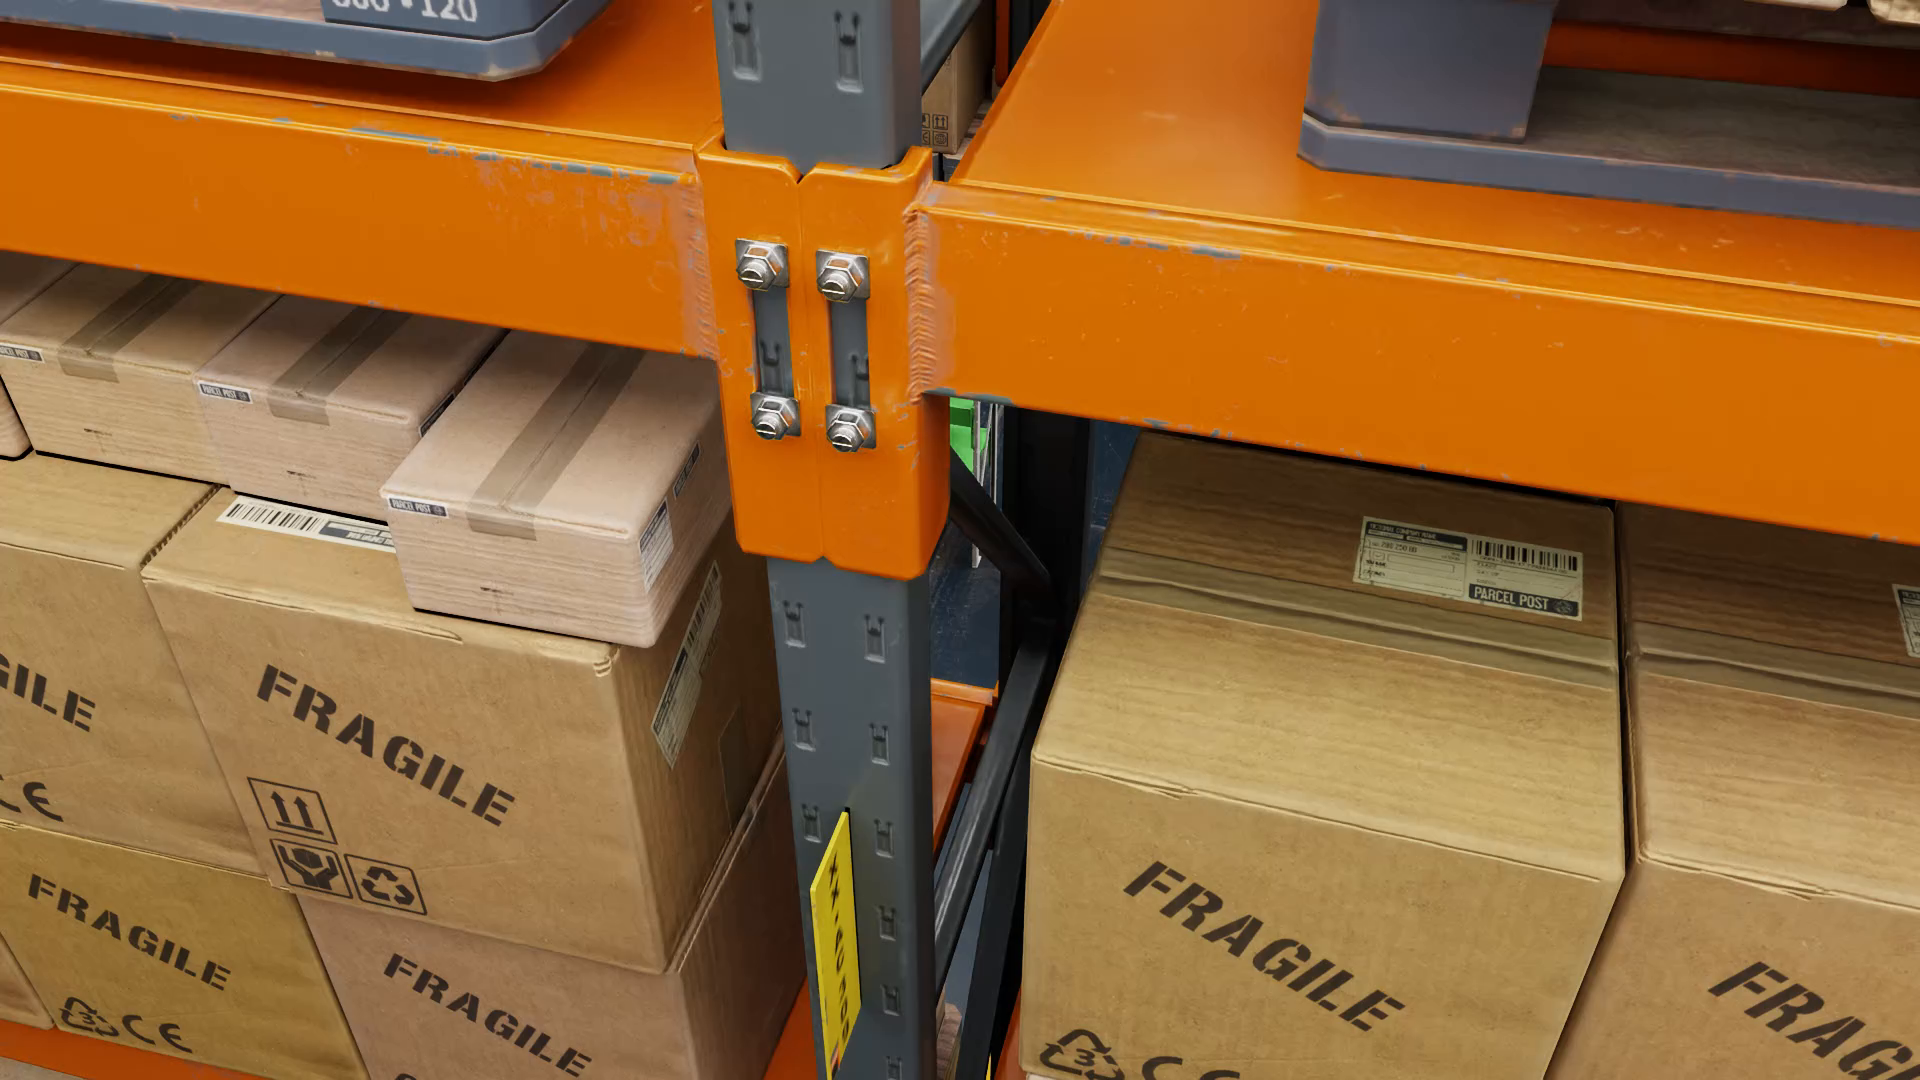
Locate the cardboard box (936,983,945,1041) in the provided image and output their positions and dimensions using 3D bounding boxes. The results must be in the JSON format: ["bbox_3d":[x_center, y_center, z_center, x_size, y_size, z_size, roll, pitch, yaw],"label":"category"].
[{"bbox_3d":[-0.561,1.084,3.292,0.875,0.438,0.875,9,41,11],"label":"cardboard box"}]

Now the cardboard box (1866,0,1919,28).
[{"bbox_3d":[0.794,-0.586,0.879,0.500,0.500,0.500,9,41,11],"label":"cardboard box"}]

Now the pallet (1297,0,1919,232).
[{"bbox_3d":[0.916,-0.519,1.351,1.217,0.209,0.805,8,41,10],"label":"pallet"}]

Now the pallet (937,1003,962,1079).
[{"bbox_3d":[-0.696,1.328,3.505,1.213,0.211,1.003,10,41,11],"label":"pallet"}]

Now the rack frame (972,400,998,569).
[{"bbox_3d":[0.076,-0.446,4.849,0.015,1.200,0.240,10,41,11],"label":"rack frame"}]

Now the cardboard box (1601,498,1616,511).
[{"bbox_3d":[1.016,0.014,2.046,0.500,0.500,0.500,11,41,12],"label":"cardboard box"}]

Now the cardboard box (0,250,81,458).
[{"bbox_3d":[-1.076,-0.278,1.889,0.250,0.149,0.380,9,41,11],"label":"cardboard box"}]

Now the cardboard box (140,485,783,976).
[{"bbox_3d":[-0.509,0.107,1.935,0.500,0.500,0.500,9,41,11],"label":"cardboard box"}]

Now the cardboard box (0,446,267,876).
[{"bbox_3d":[-0.997,0.018,2.041,0.500,0.500,0.500,9,41,11],"label":"cardboard box"}]

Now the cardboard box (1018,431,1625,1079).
[{"bbox_3d":[0.369,0.266,1.746,0.500,0.500,0.500,10,41,12],"label":"cardboard box"}]

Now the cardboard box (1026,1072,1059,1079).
[{"bbox_3d":[0.370,0.549,1.991,0.500,0.250,0.500,9,41,10],"label":"cardboard box"}]

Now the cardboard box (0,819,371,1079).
[{"bbox_3d":[-0.995,0.396,2.368,0.500,0.500,0.500,9,41,10],"label":"cardboard box"}]

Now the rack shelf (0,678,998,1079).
[{"bbox_3d":[-1.914,0.378,3.027,4.000,0.370,1.077,10,41,11],"label":"rack shelf"}]

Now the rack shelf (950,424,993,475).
[{"bbox_3d":[-0.160,-0.254,5.092,0.480,0.148,0.258,10,41,11],"label":"rack shelf"}]

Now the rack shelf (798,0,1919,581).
[{"bbox_3d":[1.950,-0.106,1.270,4.000,0.370,1.077,10,41,11],"label":"rack shelf"}]

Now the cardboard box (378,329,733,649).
[{"bbox_3d":[4.248,-0.270,3.668,8.416,2.449,5.789,9,41,11],"label":"cardboard box"}]

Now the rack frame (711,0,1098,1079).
[{"bbox_3d":[0.019,0.433,2.402,0.053,2.616,0.949,10,41,11],"label":"rack frame"}]

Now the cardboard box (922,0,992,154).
[{"bbox_3d":[-0.182,-2.018,6.938,0.500,0.500,0.700,8,41,10],"label":"cardboard box"}]

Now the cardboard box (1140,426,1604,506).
[{"bbox_3d":[0.514,-0.068,2.143,0.500,0.500,0.500,11,41,13],"label":"cardboard box"}]

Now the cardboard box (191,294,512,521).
[{"bbox_3d":[-0.589,-0.199,1.795,0.250,0.149,0.380,11,41,12],"label":"cardboard box"}]

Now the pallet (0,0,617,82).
[{"bbox_3d":[-0.770,-0.822,1.633,1.213,0.211,1.003,10,41,11],"label":"pallet"}]

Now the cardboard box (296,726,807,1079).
[{"bbox_3d":[-0.496,0.478,2.270,0.500,0.500,0.500,10,41,12],"label":"cardboard box"}]

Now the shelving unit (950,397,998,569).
[{"bbox_3d":[-0.160,-0.487,4.897,0.503,1.200,0.258,10,41,11],"label":"shelving unit"}]

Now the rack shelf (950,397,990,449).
[{"bbox_3d":[-0.160,-0.438,4.938,0.480,0.148,0.258,10,41,11],"label":"rack shelf"}]

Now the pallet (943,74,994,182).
[{"bbox_3d":[0.634,-1.696,7.106,1.213,0.211,1.003,10,41,11],"label":"pallet"}]

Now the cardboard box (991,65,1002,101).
[{"bbox_3d":[0.301,-2.047,7.245,0.250,0.149,0.380,9,41,11],"label":"cardboard box"}]
